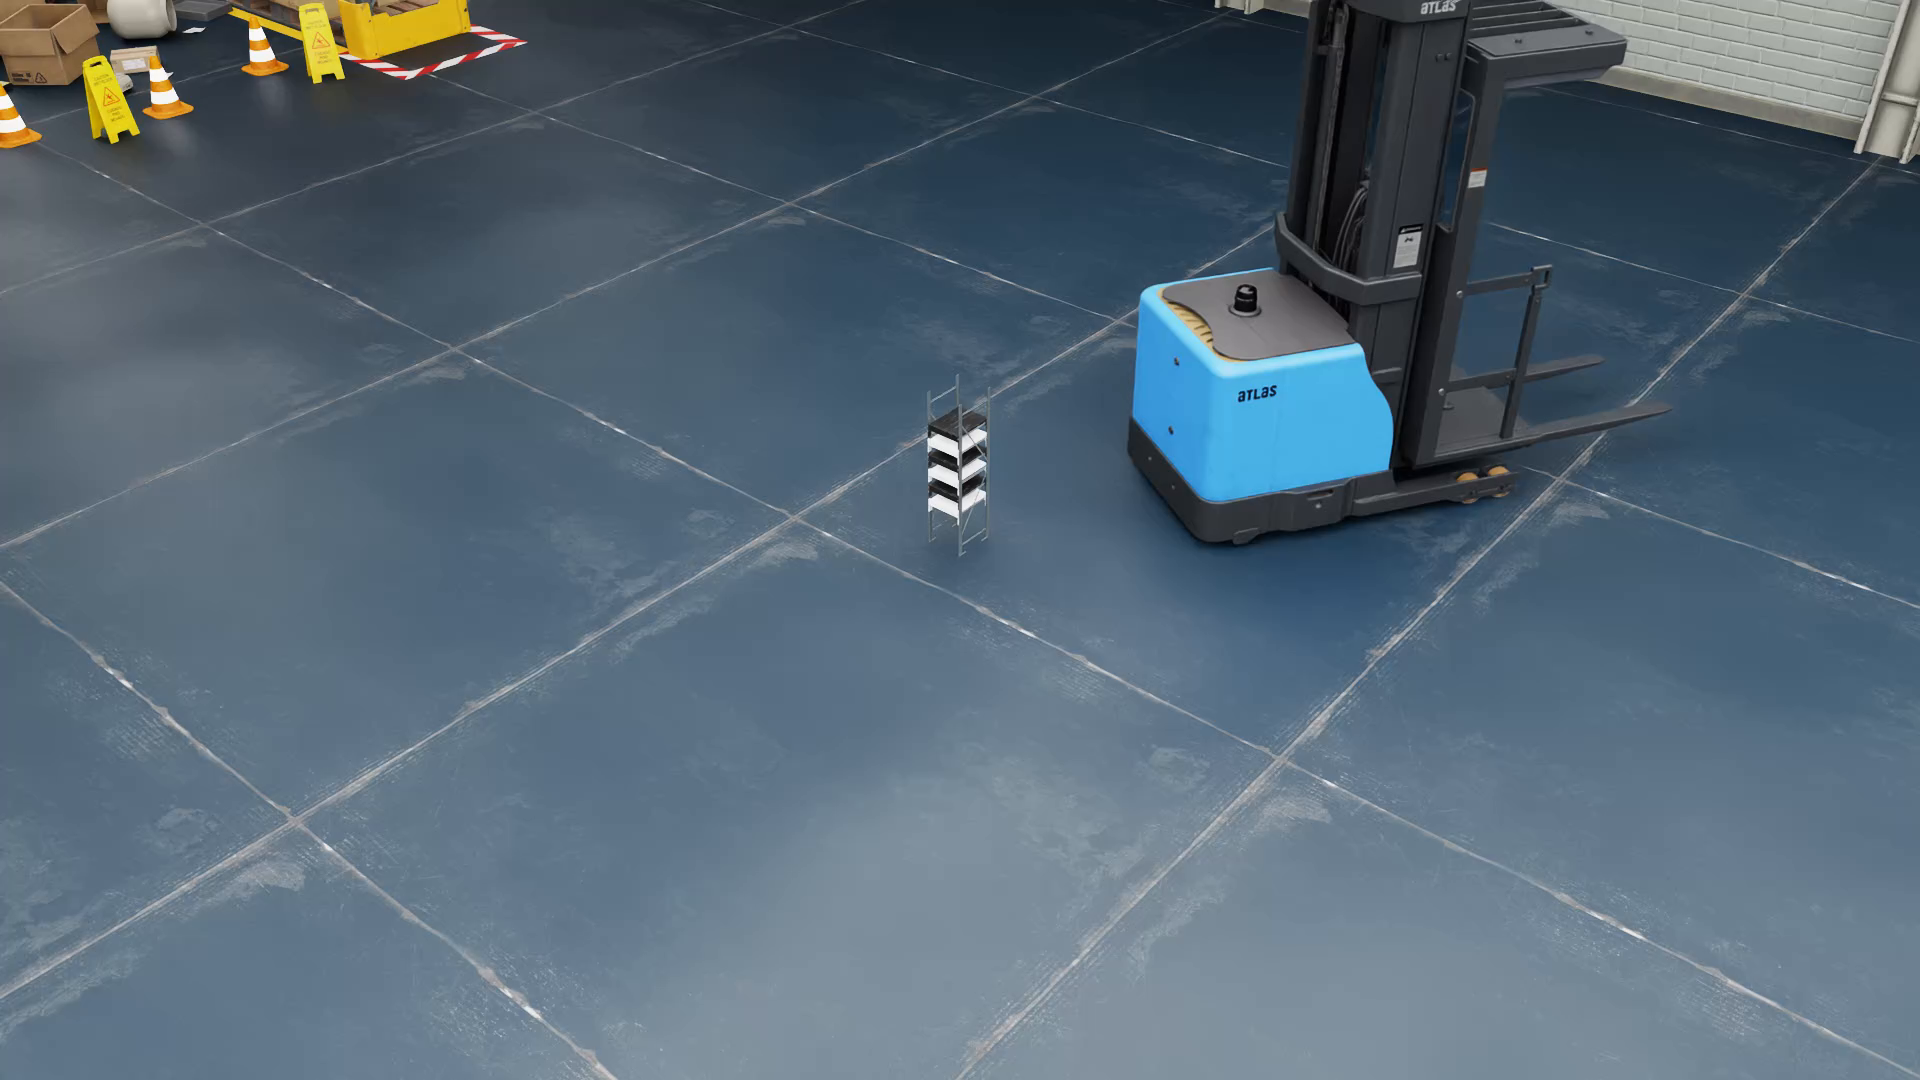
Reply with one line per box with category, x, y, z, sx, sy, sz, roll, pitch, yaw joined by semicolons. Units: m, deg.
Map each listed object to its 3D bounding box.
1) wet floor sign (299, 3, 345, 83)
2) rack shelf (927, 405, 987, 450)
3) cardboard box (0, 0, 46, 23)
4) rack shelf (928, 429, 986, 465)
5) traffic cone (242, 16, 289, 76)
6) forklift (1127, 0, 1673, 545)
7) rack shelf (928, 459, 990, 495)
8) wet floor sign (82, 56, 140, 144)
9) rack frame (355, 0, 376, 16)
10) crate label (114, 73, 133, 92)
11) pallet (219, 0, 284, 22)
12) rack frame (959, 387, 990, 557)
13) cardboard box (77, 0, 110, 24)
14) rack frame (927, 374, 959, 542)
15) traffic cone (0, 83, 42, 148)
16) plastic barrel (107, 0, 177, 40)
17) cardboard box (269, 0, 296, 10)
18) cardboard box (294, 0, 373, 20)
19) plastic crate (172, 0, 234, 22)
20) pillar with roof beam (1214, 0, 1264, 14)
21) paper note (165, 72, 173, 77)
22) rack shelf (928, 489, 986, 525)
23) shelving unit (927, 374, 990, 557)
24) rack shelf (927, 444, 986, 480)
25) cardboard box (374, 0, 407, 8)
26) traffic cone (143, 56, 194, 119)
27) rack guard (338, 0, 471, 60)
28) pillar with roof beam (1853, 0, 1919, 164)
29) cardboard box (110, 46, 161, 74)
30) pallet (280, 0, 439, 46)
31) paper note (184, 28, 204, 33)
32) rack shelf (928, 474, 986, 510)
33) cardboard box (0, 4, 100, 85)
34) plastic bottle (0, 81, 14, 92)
wet floor sign;-5.606;-4.361;14.530;0.267;0.644;0.232;-18;38;-25
rack shelf;-0.006;-0.569;8.366;0.200;0.077;0.258;25;42;32
cardboard box;-8.761;-4.762;15.120;0.503;0.637;0.797;25;42;32
rack shelf;-0.006;-0.495;8.417;0.200;0.077;0.258;25;42;32
traffic cone;-6.223;-4.414;14.769;0.334;0.463;0.336;25;42;32
forklift;2.514;-1.677;8.603;3.031;2.935;1.130;-11;36;-15
rack shelf;-0.006;-0.346;8.518;0.200;0.077;0.258;25;42;32
wet floor sign;-6.868;-3.556;13.358;0.232;0.644;0.267;18;38;24
rack frame;-5.067;-5.866;14.641;0.127;3.000;1.000;25;42;32
crate label;-7.316;-3.932;14.354;0.298;0.136;0.250;6;35;8
pallet;-6.661;-5.495;16.565;1.213;0.211;1.003;25;42;32
rack frame;0.072;-0.337;8.446;0.006;0.900;0.240;25;42;32
cardboard box;-8.189;-5.305;16.031;0.500;0.500;0.500;-6;35;-8
rack frame;-0.084;-0.411;8.553;0.006;0.900;0.240;25;42;32
traffic cone;-7.656;-3.440;13.350;0.334;0.463;0.336;25;42;32
plastic barrel;-7.623;-4.893;15.501;0.512;0.421;0.421;-6;35;-8
cardboard box;-6.254;-5.272;15.835;0.500;0.250;0.500;25;42;32
cardboard box;-5.879;-5.090;15.570;0.500;0.250;0.500;25;42;32
plastic crate;-7.459;-5.186;16.230;0.583;0.080;0.402;12;36;16
pillar with roof beam;0.004;-7.098;11.136;0.400;9.000;9.100;25;42;32
paper note;-7.067;-4.118;14.719;0.142;0.019;0.148;12;36;16
rack shelf;-0.006;-0.198;8.620;0.200;0.077;0.258;25;42;32
shelving unit;-0.006;-0.374;8.500;0.210;0.900;0.258;25;42;32
rack shelf;-0.006;-0.421;8.467;0.200;0.077;0.258;25;42;32
cardboard box;-5.510;-5.318;15.902;0.500;0.250;0.500;25;42;31
traffic cone;-6.672;-3.808;13.887;0.334;0.463;0.336;25;42;32
rack guard;-5.126;-4.863;15.389;0.348;0.500;1.175;25;42;32
pillar with roof beam;4.615;-4.924;7.971;0.400;9.000;9.100;25;42;32
cardboard box;-7.367;-4.286;14.860;0.380;0.149;0.250;-12;36;-17
pallet;-5.727;-5.053;15.922;1.213;0.211;1.003;25;42;32
paper note;-7.262;-4.840;15.771;0.148;0.019;0.142;12;36;16
rack shelf;-0.006;-0.272;8.569;0.200;0.077;0.258;25;42;32
cardboard box;-8.037;-4.371;14.671;0.637;0.503;0.797;0;34;0
plastic bottle;-8.375;-3.938;14.431;0.283;0.061;0.133;12;36;16
